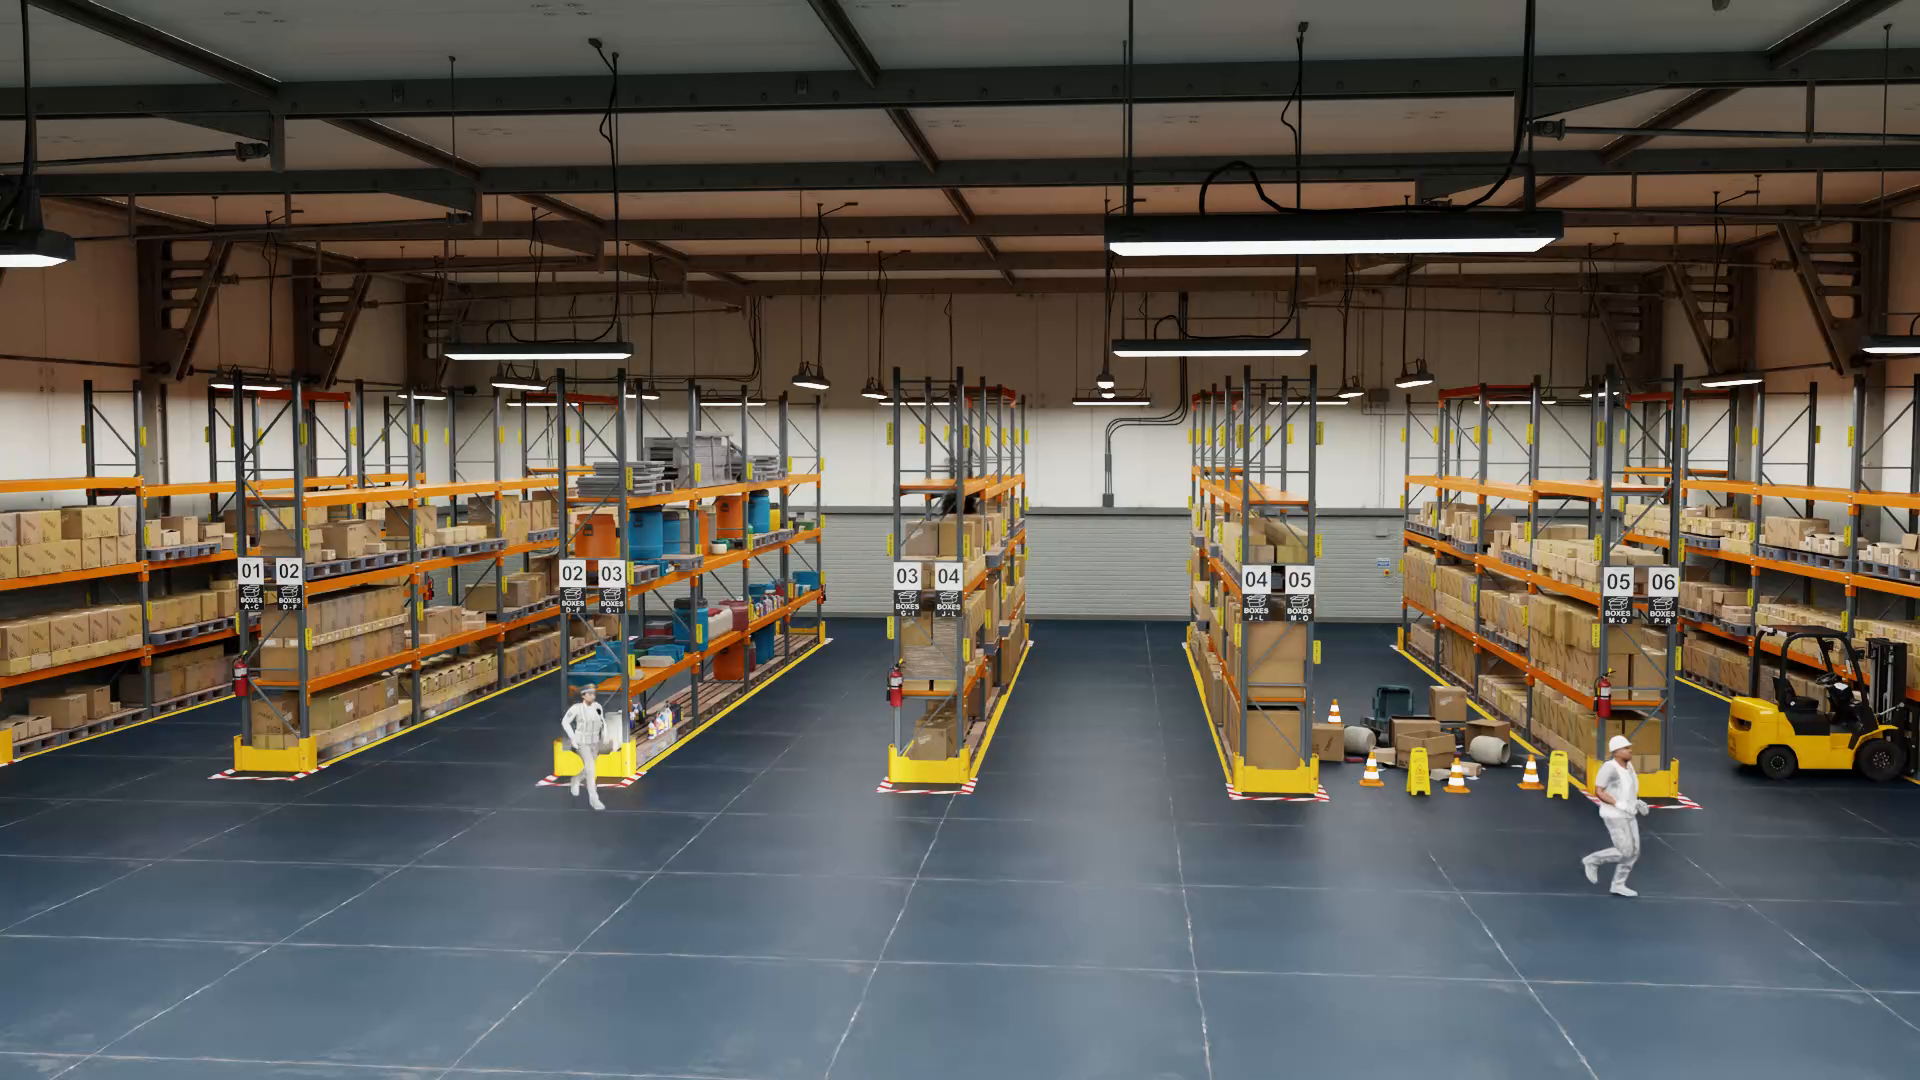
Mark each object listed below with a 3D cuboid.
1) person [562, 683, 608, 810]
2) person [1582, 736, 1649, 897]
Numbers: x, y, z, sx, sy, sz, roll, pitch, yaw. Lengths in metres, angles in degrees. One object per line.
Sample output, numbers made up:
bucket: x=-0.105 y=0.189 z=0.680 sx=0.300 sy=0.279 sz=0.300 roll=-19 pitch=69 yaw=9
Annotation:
person: x=-5.101 y=2.769 z=22.618 sx=0.863 sy=1.685 sz=0.598 roll=3 pitch=5 yaw=42
person: x=7.169 y=3.000 z=18.188 sx=0.666 sy=1.735 sz=0.624 roll=-3 pitch=5 yaw=-43
